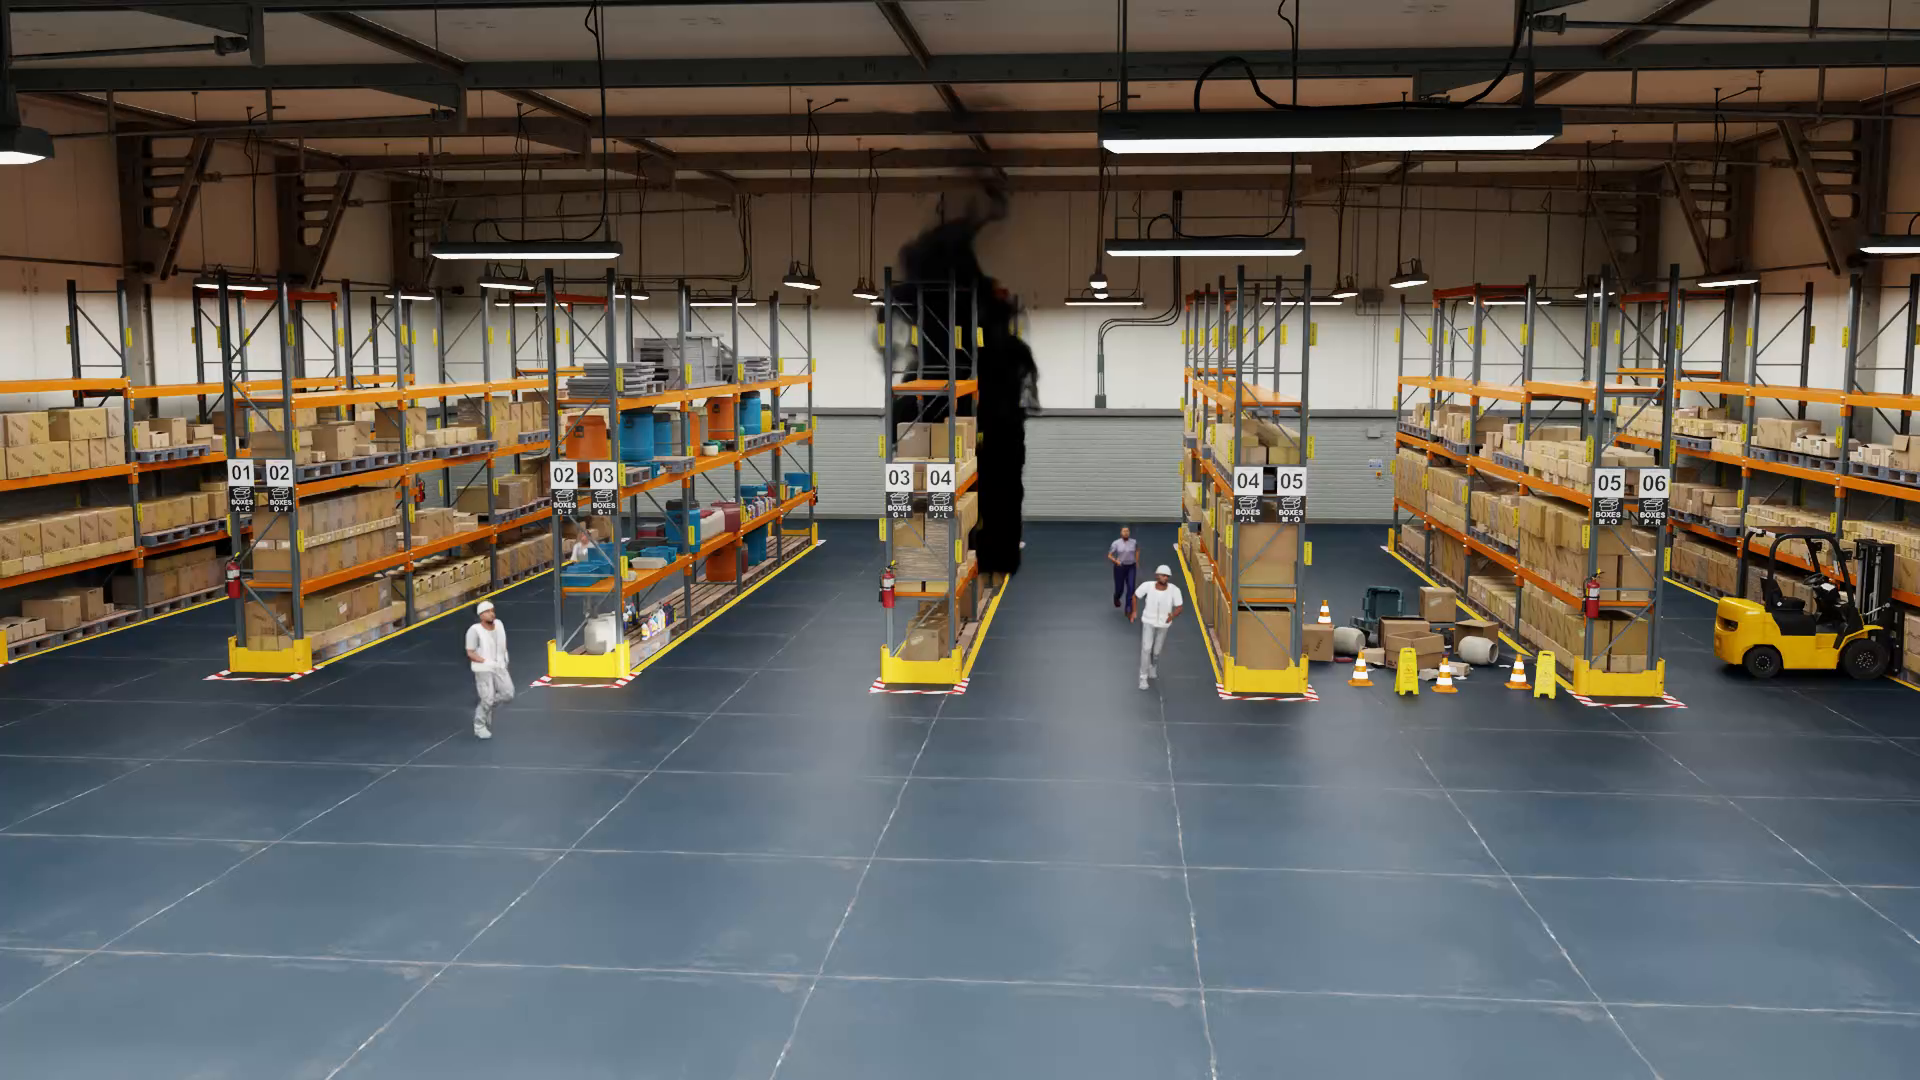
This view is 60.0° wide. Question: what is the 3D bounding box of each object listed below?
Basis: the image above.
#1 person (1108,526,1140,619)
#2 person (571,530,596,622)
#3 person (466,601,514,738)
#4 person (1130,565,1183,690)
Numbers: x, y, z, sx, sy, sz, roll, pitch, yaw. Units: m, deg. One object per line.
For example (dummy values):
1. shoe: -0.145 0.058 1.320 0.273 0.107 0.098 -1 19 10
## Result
1. person: 2.971 0.559 29.958 0.607 1.639 0.849 -1 7 -6
2. person: -6.664 0.606 29.650 0.508 1.617 0.833 0 7 -2
3. person: -5.849 1.620 20.816 0.654 1.733 0.706 5 9 37
4. person: 2.831 1.220 23.970 0.747 1.749 0.847 0 7 1
